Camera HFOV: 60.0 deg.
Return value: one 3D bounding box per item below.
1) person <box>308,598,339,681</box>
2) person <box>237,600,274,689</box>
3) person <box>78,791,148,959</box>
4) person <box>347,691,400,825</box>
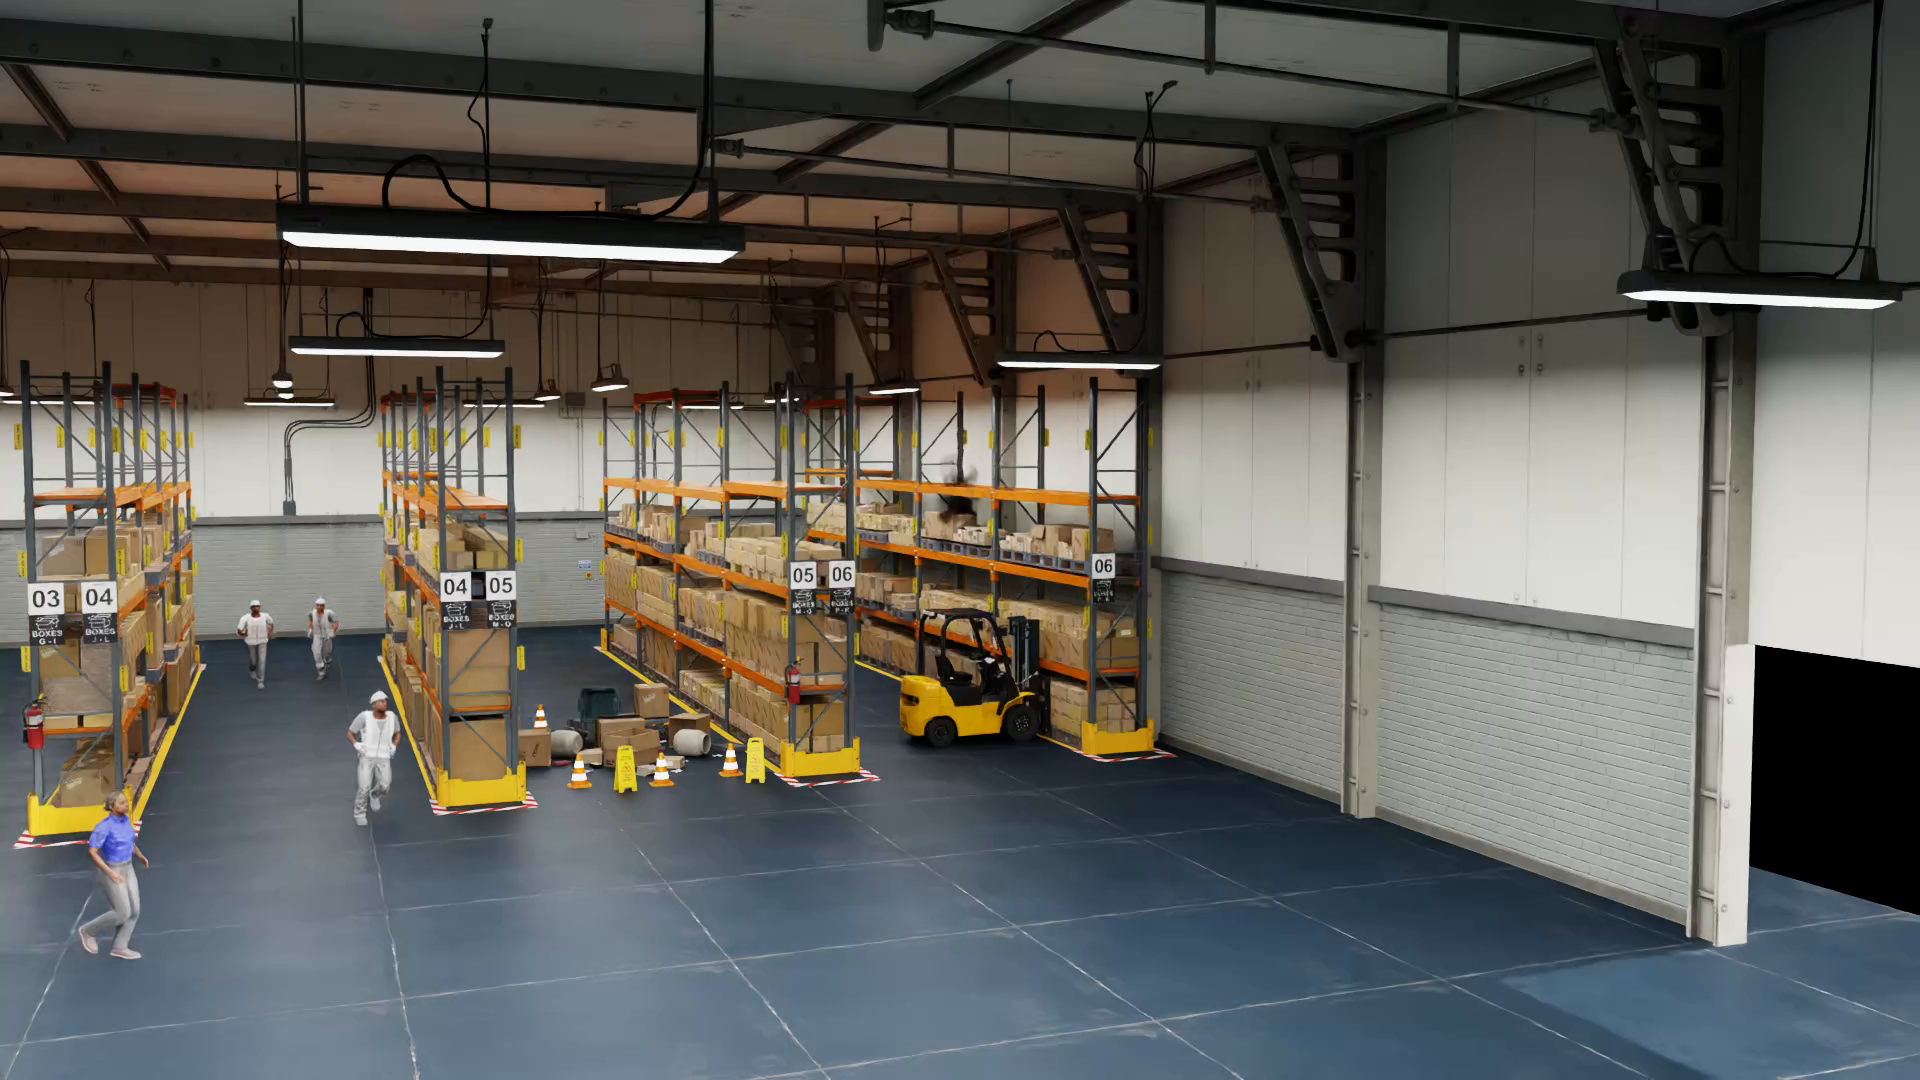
[{"bbox_3d":[-13.360,2.059,34.945,0.637,1.742,0.945,-1,3,-9],"label":"person"},{"bbox_3d":[-14.241,2.095,33.656,0.700,1.772,0.963,-2,4,-27],"label":"person"},{"bbox_3d":[-8.194,3.233,16.075,0.557,1.632,0.597,0,3,4],"label":"person"},{"bbox_3d":[-7.702,2.841,21.908,0.692,1.702,0.579,-2,4,-33],"label":"person"}]
